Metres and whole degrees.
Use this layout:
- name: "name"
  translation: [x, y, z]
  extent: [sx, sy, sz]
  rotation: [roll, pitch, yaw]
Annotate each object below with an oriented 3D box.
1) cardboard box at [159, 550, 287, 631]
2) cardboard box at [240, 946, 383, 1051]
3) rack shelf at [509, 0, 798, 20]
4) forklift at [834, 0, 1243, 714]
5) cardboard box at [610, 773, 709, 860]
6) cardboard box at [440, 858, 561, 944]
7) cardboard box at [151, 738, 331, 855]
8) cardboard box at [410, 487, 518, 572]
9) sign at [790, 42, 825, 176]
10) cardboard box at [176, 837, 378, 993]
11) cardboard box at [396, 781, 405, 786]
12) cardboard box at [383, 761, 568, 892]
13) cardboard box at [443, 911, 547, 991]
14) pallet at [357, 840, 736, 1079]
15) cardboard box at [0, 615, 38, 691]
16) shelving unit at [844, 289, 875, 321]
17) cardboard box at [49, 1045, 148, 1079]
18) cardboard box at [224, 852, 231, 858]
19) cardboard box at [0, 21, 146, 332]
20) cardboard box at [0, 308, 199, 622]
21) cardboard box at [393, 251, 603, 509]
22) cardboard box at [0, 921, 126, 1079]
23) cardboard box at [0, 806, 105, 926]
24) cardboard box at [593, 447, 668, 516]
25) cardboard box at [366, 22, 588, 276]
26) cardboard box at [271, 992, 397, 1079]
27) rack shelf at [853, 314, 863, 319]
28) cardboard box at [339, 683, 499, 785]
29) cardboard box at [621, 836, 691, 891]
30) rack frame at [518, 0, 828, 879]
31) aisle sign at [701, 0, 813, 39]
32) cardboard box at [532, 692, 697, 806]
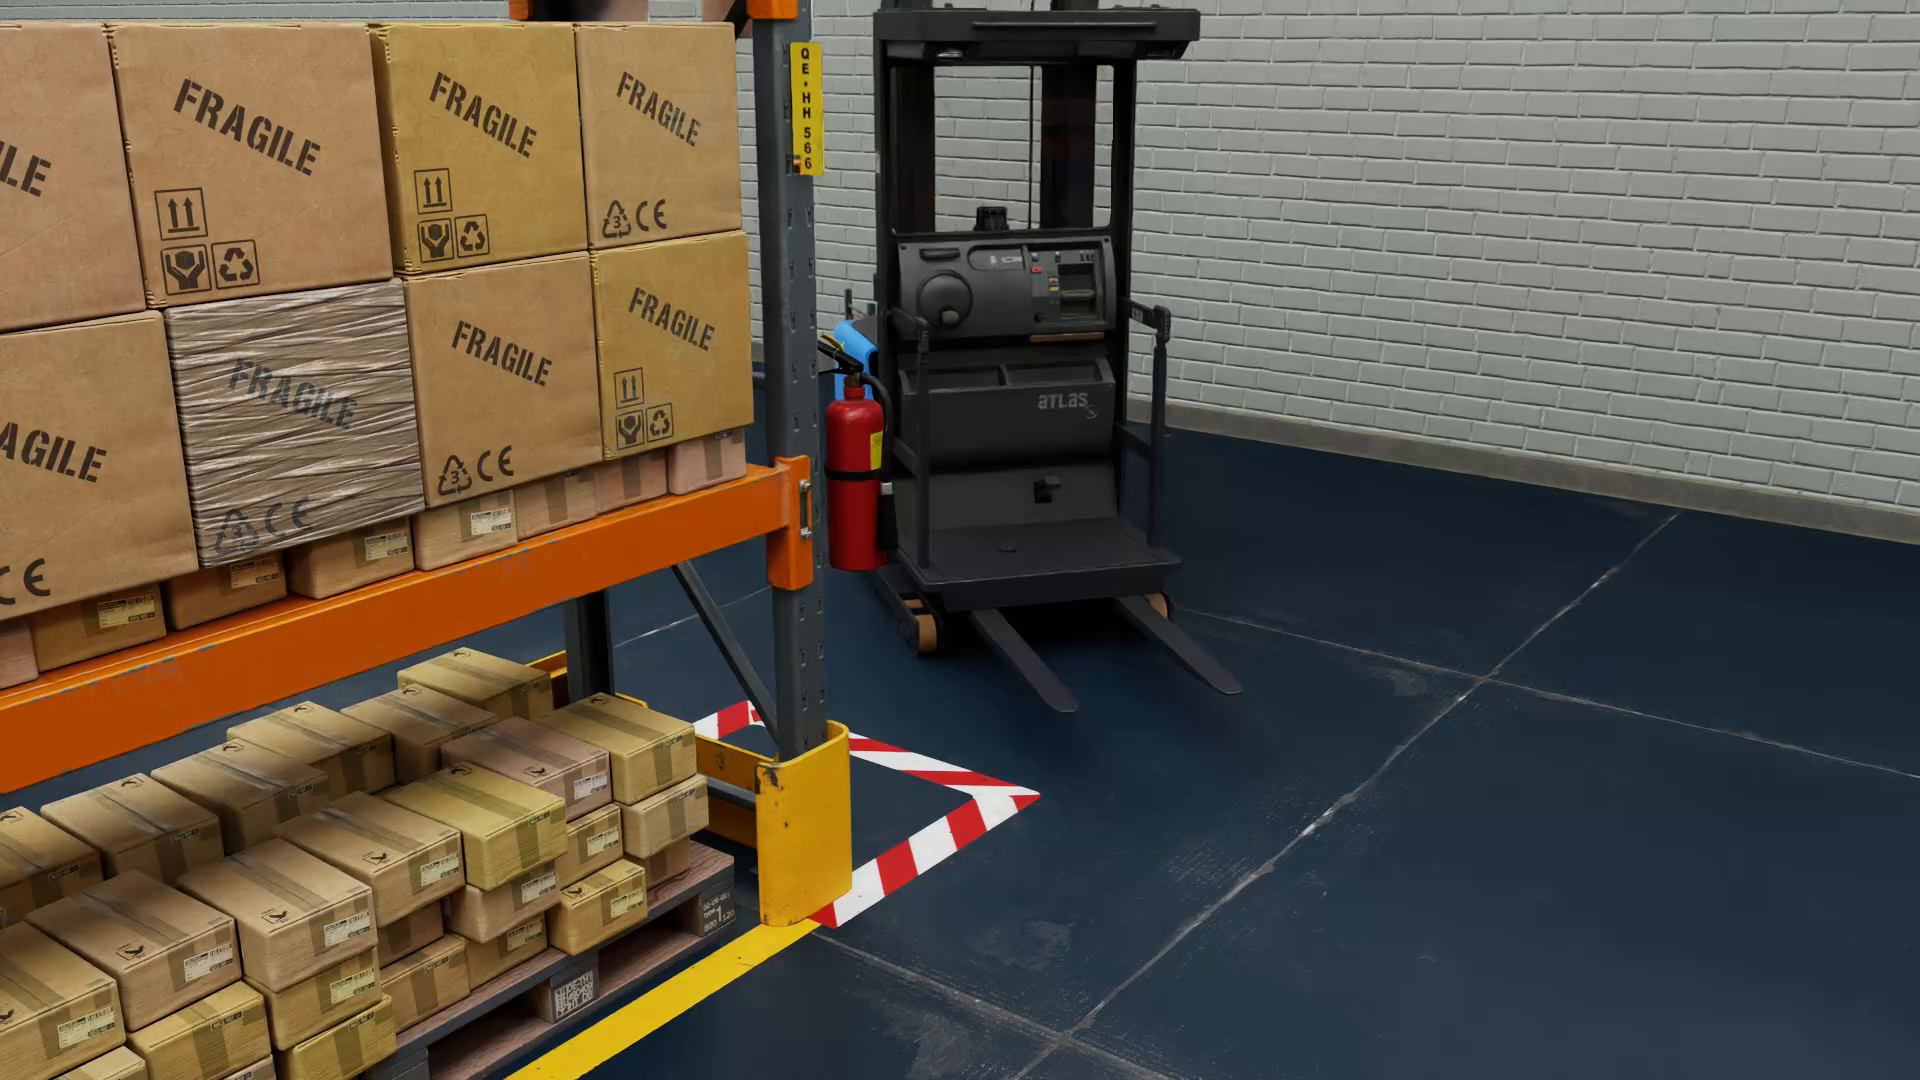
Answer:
- name: "cardboard box"
  translation: [-1.626, 0.049, 3.452]
  extent: [0.380, 0.149, 0.250]
  rotation: [11, 21, 32]
- name: "cardboard box"
  translation: [-1.512, 0.955, 3.708]
  extent: [0.380, 0.149, 0.250]
  rotation: [13, 21, 35]
- name: "rack shelf"
  translation: [-2.012, -1.102, 2.891]
  extent: [1.077, 0.370, 4.000]
  rotation: [12, 21, 35]
- name: "forklift"
  translation: [0.259, -1.063, 6.725]
  extent: [1.130, 2.935, 3.031]
  rotation: [-5, 18, -15]
- name: "cardboard box"
  translation: [-0.905, 0.705, 4.512]
  extent: [0.380, 0.149, 0.250]
  rotation: [12, 21, 33]
- name: "cardboard box"
  translation: [-1.214, 0.829, 4.113]
  extent: [0.380, 0.149, 0.250]
  rotation: [11, 21, 32]
- name: "cardboard box"
  translation: [-1.807, 0.650, 4.189]
  extent: [0.380, 0.149, 0.250]
  rotation: [11, 20, 32]
- name: "cardboard box"
  translation: [-1.236, -0.062, 3.810]
  extent: [0.380, 0.149, 0.250]
  rotation: [13, 22, 36]
- name: "sign"
  translation: [-0.386, -1.091, 4.213]
  extent: [0.100, 0.325, 0.005]
  rotation: [12, 21, 35]
- name: "cardboard box"
  translation: [-1.501, 0.816, 3.654]
  extent: [0.380, 0.149, 0.250]
  rotation: [13, 22, 37]
- name: "cardboard box"
  translation: [-1.547, 0.664, 4.646]
  extent: [0.380, 0.149, 0.250]
  rotation: [12, 21, 34]
- name: "cardboard box"
  translation: [-1.180, 0.692, 4.054]
  extent: [0.380, 0.149, 0.250]
  rotation: [12, 21, 33]
- name: "cardboard box"
  translation: [-1.265, 0.960, 4.193]
  extent: [0.380, 0.149, 0.250]
  rotation: [12, 21, 34]
- name: "pallet"
  translation: [-1.378, 1.047, 4.515]
  extent: [1.003, 0.211, 1.213]
  rotation: [12, 21, 35]
- name: "cardboard box"
  translation: [-1.904, 0.179, 3.033]
  extent: [0.380, 0.149, 0.250]
  rotation: [13, 22, 37]
- name: "shelving unit"
  translation: [-0.027, -0.745, 8.747]
  extent: [1.048, 1.125, 0.538]
  rotation: [-6, 18, -17]
- name: "cardboard box"
  translation: [-1.821, 1.083, 3.295]
  extent: [0.380, 0.149, 0.250]
  rotation: [13, 21, 35]
- name: "cardboard box"
  translation: [-1.862, 0.780, 4.273]
  extent: [0.380, 0.149, 0.250]
  rotation: [13, 22, 36]
- name: "cardboard box"
  translation: [-1.810, -0.631, 2.863]
  extent: [0.500, 0.500, 0.500]
  rotation: [12, 21, 33]
- name: "cardboard box"
  translation: [-1.792, -0.166, 3.050]
  extent: [0.500, 0.500, 0.500]
  rotation: [14, 22, 37]
- name: "cardboard box"
  translation: [-1.192, -0.405, 3.821]
  extent: [0.500, 0.500, 0.500]
  rotation: [12, 21, 34]
- name: "cardboard box"
  translation: [-1.880, 0.927, 3.298]
  extent: [0.380, 0.149, 0.250]
  rotation: [13, 21, 35]
- name: "cardboard box"
  translation: [-2.174, 0.769, 3.806]
  extent: [0.380, 0.149, 0.250]
  rotation: [13, 21, 36]
- name: "cardboard box"
  translation: [-0.966, -0.190, 4.220]
  extent: [0.380, 0.149, 0.250]
  rotation: [12, 21, 35]
- name: "cardboard box"
  translation: [-1.195, -0.883, 3.675]
  extent: [0.500, 0.500, 0.500]
  rotation: [12, 21, 33]
- name: "cardboard box"
  translation: [-1.503, 1.093, 3.765]
  extent: [0.380, 0.149, 0.250]
  rotation: [11, 21, 32]
- name: "rack shelf"
  translation: [-0.027, -1.025, 8.660]
  extent: [1.000, 0.278, 0.538]
  rotation: [-6, 18, -17]
- name: "cardboard box"
  translation: [-1.473, 0.539, 4.547]
  extent: [0.380, 0.149, 0.250]
  rotation: [13, 21, 36]
- name: "cardboard box"
  translation: [-0.966, 0.833, 4.601]
  extent: [0.380, 0.149, 0.250]
  rotation: [13, 21, 36]
- name: "rack frame"
  translation: [-0.820, -0.490, 4.763]
  extent: [1.000, 3.000, 0.127]
  rotation: [12, 21, 35]
- name: "aisle sign"
  translation: [-0.536, -1.696, 4.263]
  extent: [0.394, 0.787, 0.004]
  rotation: [12, 21, 35]
- name: "cardboard box"
  translation: [-0.932, 0.558, 4.485]
  extent: [0.380, 0.149, 0.250]
  rotation: [13, 21, 35]
